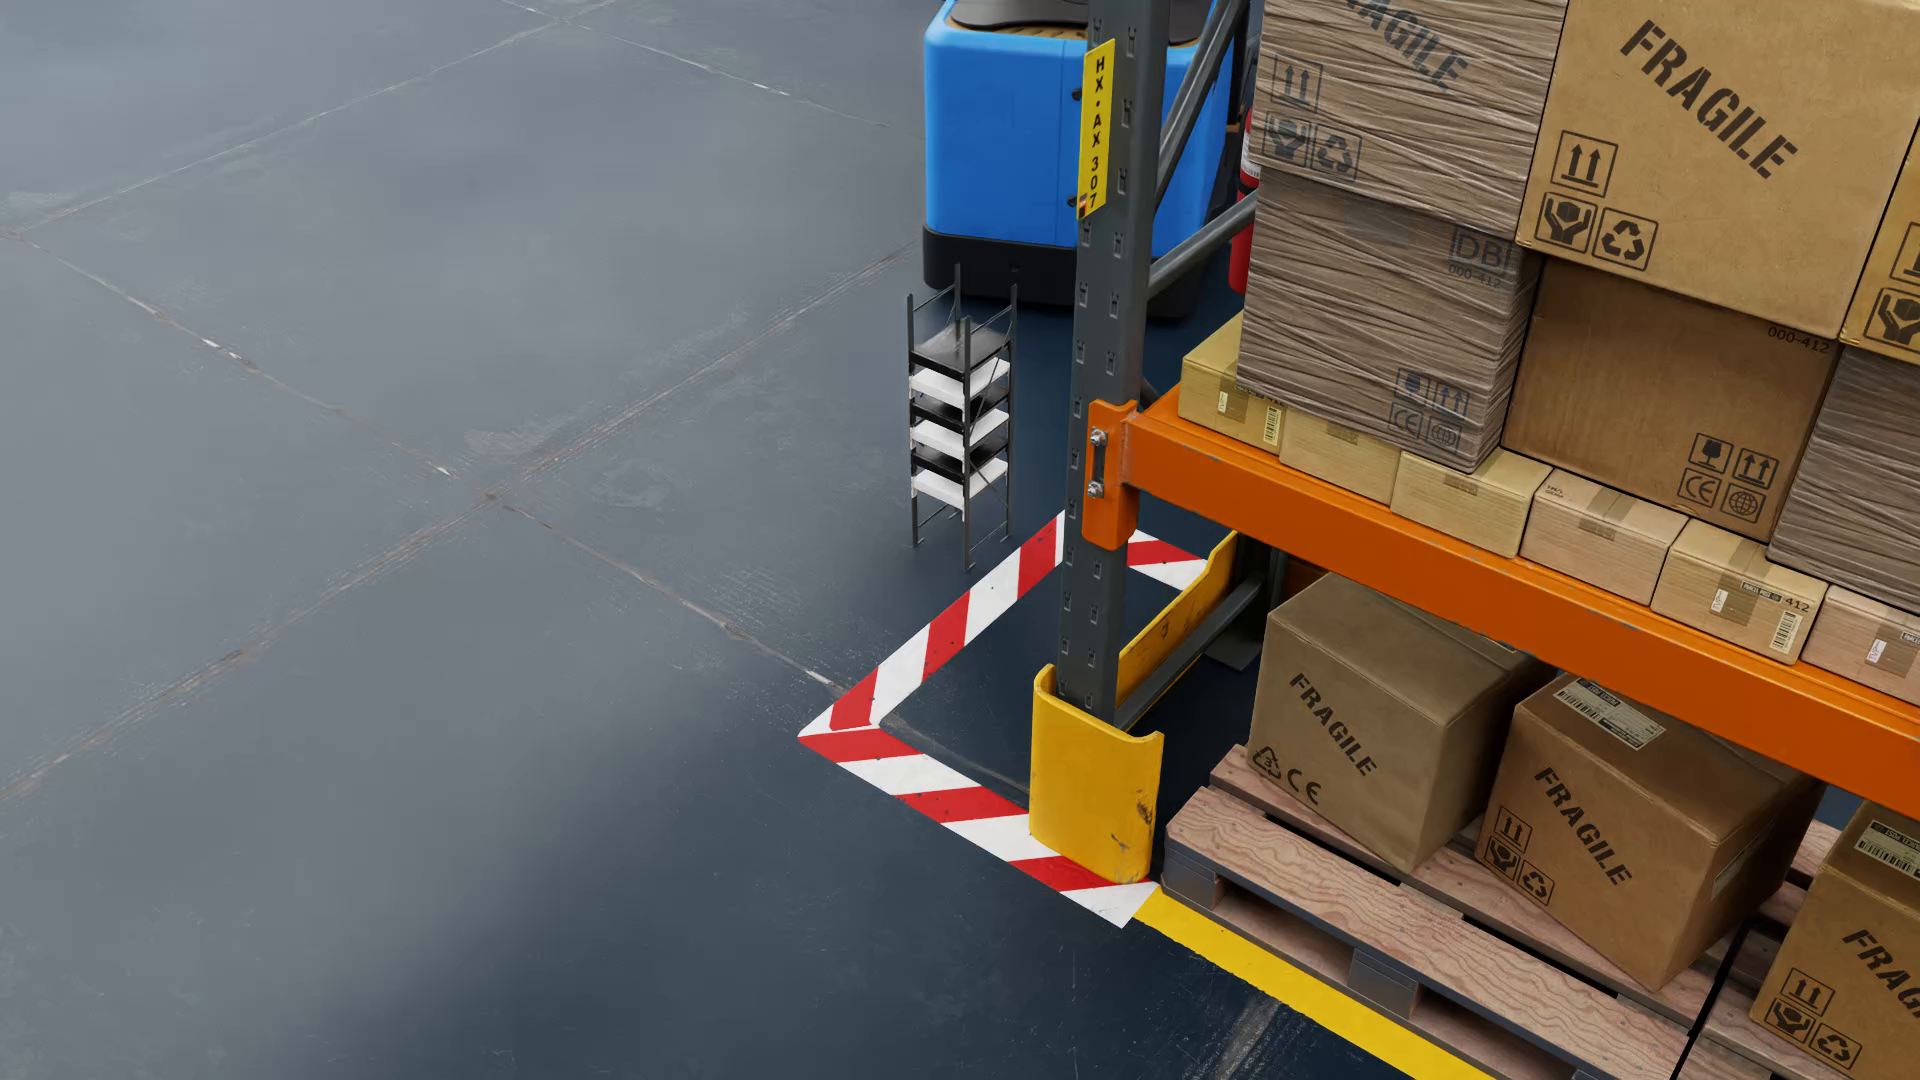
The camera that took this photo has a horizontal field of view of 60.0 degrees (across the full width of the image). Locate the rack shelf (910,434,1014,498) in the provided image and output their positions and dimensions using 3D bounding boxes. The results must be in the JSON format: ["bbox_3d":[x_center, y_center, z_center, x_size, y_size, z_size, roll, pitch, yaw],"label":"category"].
[{"bbox_3d":[0.006,-0.254,5.045,0.200,0.077,0.258,25,45,29],"label":"rack shelf"}]

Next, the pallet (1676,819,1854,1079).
[{"bbox_3d":[2.231,1.222,3.518,1.213,0.211,1.003,25,45,29],"label":"pallet"}]

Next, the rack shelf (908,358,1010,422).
[{"bbox_3d":[0.006,-0.467,4.878,0.200,0.077,0.258,25,45,29],"label":"rack shelf"}]

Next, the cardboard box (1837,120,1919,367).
[{"bbox_3d":[1.645,-0.516,2.343,0.500,0.500,0.500,25,45,29],"label":"cardboard box"}]

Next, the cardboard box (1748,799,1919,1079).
[{"bbox_3d":[2.050,0.829,3.445,0.500,0.500,0.500,30,47,32],"label":"cardboard box"}]

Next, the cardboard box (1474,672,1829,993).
[{"bbox_3d":[1.564,0.585,3.757,0.500,0.500,0.500,-25,45,-29],"label":"cardboard box"}]

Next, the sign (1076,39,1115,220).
[{"bbox_3d":[0.253,-0.758,3.083,0.005,0.325,0.100,25,45,29],"label":"sign"}]

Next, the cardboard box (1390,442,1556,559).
[{"bbox_3d":[1.040,-0.157,3.221,0.250,0.149,0.380,25,45,29],"label":"cardboard box"}]

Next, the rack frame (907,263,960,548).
[{"bbox_3d":[-0.074,-0.389,5.017,0.006,0.900,0.240,25,45,29],"label":"rack frame"}]

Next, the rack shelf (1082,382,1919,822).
[{"bbox_3d":[2.171,0.349,2.954,4.000,0.370,1.077,25,45,29],"label":"rack shelf"}]

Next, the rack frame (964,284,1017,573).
[{"bbox_3d":[0.087,-0.313,4.920,0.006,0.900,0.240,25,45,29],"label":"rack frame"}]

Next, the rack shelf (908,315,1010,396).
[{"bbox_3d":[0.006,-0.538,4.823,0.200,0.077,0.258,25,45,29],"label":"rack shelf"}]

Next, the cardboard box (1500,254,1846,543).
[{"bbox_3d":[1.473,-0.492,3.122,0.500,0.500,0.875,25,45,29],"label":"cardboard box"}]

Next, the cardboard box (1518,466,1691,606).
[{"bbox_3d":[1.251,-0.073,3.114,0.250,0.149,0.380,25,45,29],"label":"cardboard box"}]

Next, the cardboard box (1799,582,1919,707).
[{"bbox_3d":[1.661,0.104,2.887,0.250,0.149,0.380,25,45,29],"label":"cardboard box"}]

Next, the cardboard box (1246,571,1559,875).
[{"bbox_3d":[1.068,0.378,4.021,0.500,0.500,0.500,-29,46,-32],"label":"cardboard box"}]

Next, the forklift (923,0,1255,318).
[{"bbox_3d":[0.696,-2.893,6.568,1.130,2.935,3.031,8,39,10],"label":"forklift"}]

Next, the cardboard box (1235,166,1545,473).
[{"bbox_3d":[1.003,-0.620,3.286,0.500,0.500,0.875,25,45,29],"label":"cardboard box"}]

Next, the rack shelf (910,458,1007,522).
[{"bbox_3d":[0.006,-0.183,5.100,0.200,0.077,0.258,25,45,29],"label":"rack shelf"}]

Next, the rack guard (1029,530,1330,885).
[{"bbox_3d":[0.643,0.330,4.423,0.348,0.500,1.175,25,45,29],"label":"rack guard"}]

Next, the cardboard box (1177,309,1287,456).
[{"bbox_3d":[0.664,-0.361,3.481,0.250,0.149,0.380,25,45,29],"label":"cardboard box"}]

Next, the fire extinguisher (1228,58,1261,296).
[{"bbox_3d":[0.771,-0.921,4.056,0.183,0.674,0.296,25,45,29],"label":"fire extinguisher"}]

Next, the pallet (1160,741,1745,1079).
[{"bbox_3d":[1.266,0.765,4.102,1.213,0.211,1.003,25,45,29],"label":"pallet"}]

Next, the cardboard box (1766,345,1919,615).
[{"bbox_3d":[1.843,-0.283,2.856,0.500,0.500,0.875,25,45,29],"label":"cardboard box"}]

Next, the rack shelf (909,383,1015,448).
[{"bbox_3d":[0.006,-0.396,4.934,0.200,0.077,0.258,25,45,29],"label":"rack shelf"}]

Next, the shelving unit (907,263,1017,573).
[{"bbox_3d":[0.006,-0.351,4.969,0.210,0.900,0.258,25,45,29],"label":"shelving unit"}]

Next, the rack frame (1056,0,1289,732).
[{"bbox_3d":[0.582,-0.683,3.689,0.127,3.000,1.000,25,45,29],"label":"rack frame"}]

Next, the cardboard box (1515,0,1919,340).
[{"bbox_3d":[1.247,-0.703,2.581,0.500,0.500,0.500,25,45,29],"label":"cardboard box"}]

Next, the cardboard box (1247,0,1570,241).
[{"bbox_3d":[0.854,-0.894,2.825,0.500,0.500,0.500,25,45,29],"label":"cardboard box"}]

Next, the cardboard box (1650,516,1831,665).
[{"bbox_3d":[1.446,0.024,2.990,0.250,0.149,0.380,25,45,29],"label":"cardboard box"}]

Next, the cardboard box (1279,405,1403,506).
[{"bbox_3d":[0.851,-0.258,3.350,0.250,0.149,0.380,25,45,29],"label":"cardboard box"}]

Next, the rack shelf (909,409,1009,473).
[{"bbox_3d":[0.006,-0.325,4.989,0.200,0.077,0.258,25,45,29],"label":"rack shelf"}]
